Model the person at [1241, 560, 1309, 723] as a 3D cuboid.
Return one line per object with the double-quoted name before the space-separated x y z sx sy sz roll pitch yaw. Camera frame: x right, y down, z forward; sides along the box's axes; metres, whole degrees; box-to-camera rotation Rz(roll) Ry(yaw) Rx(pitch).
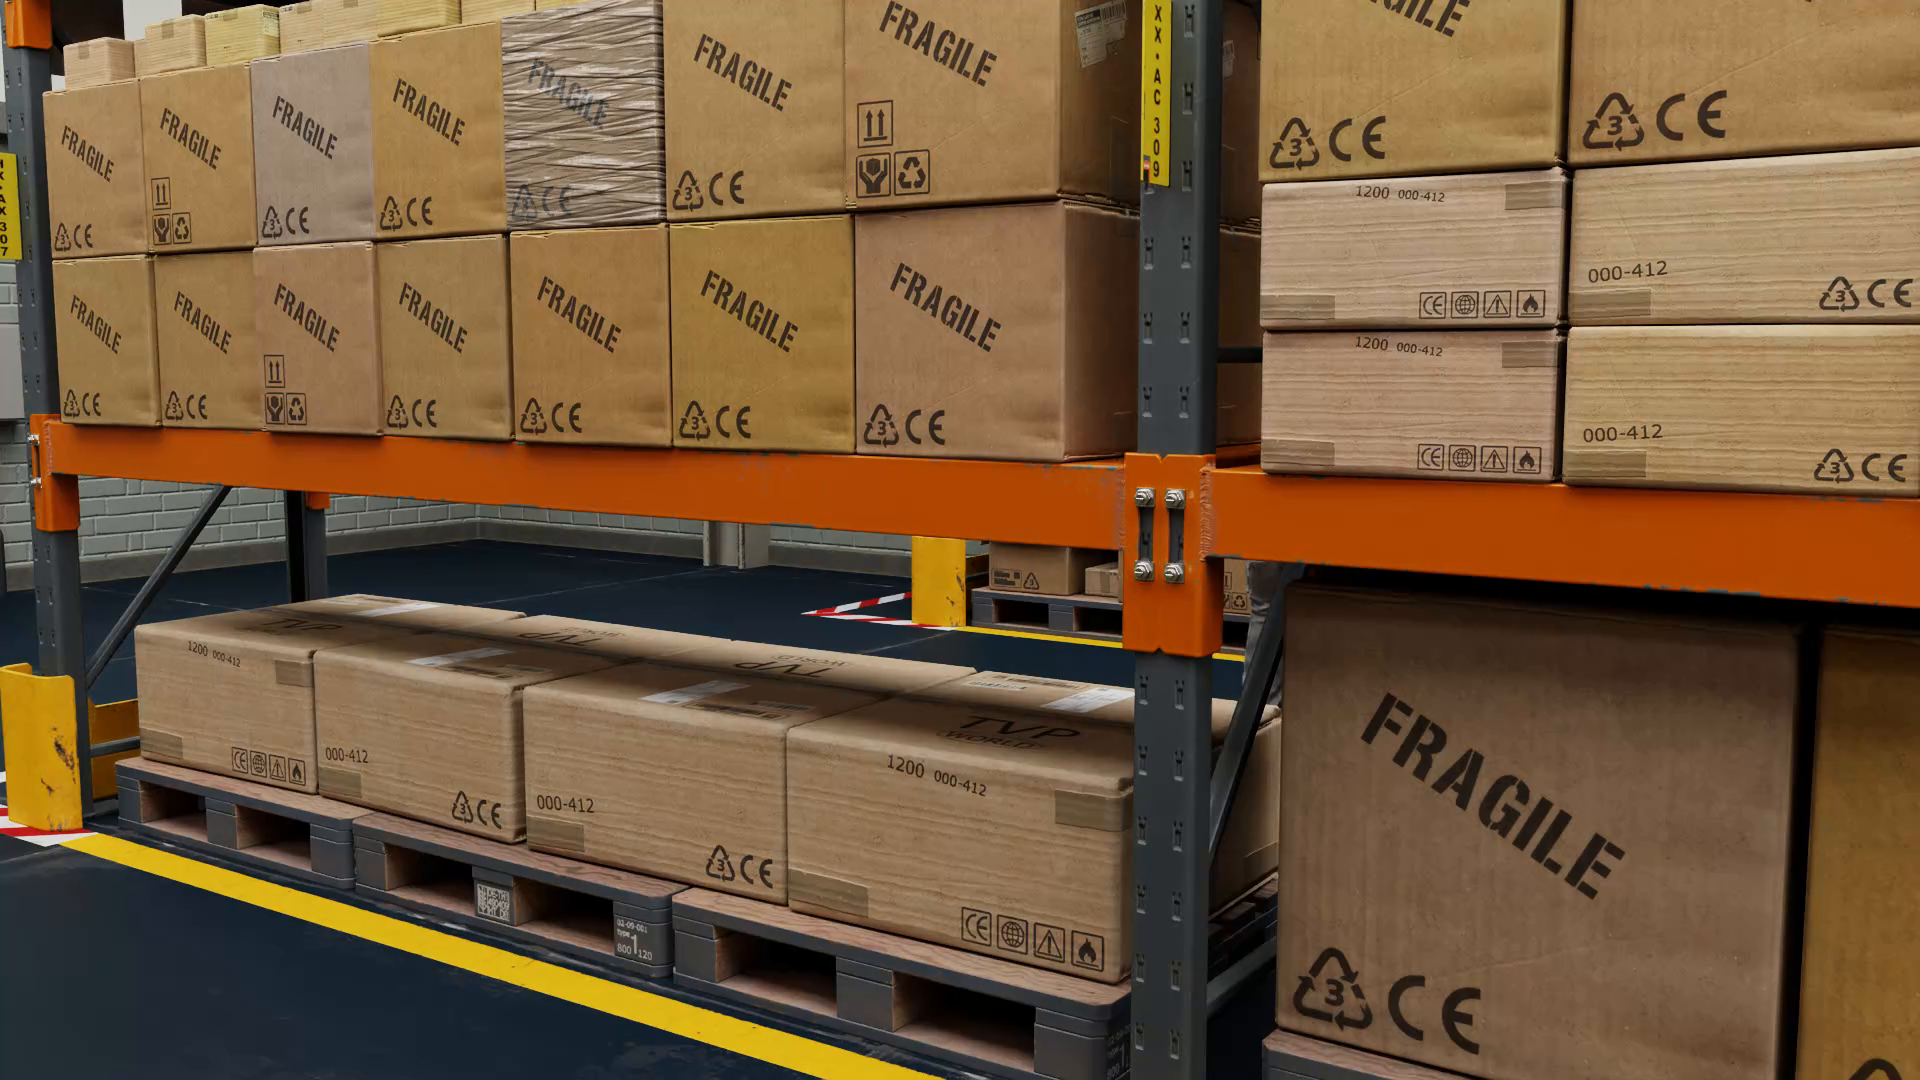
"person" 1.313 -0.086 6.465 0.625 1.773 0.451 4 7 30
